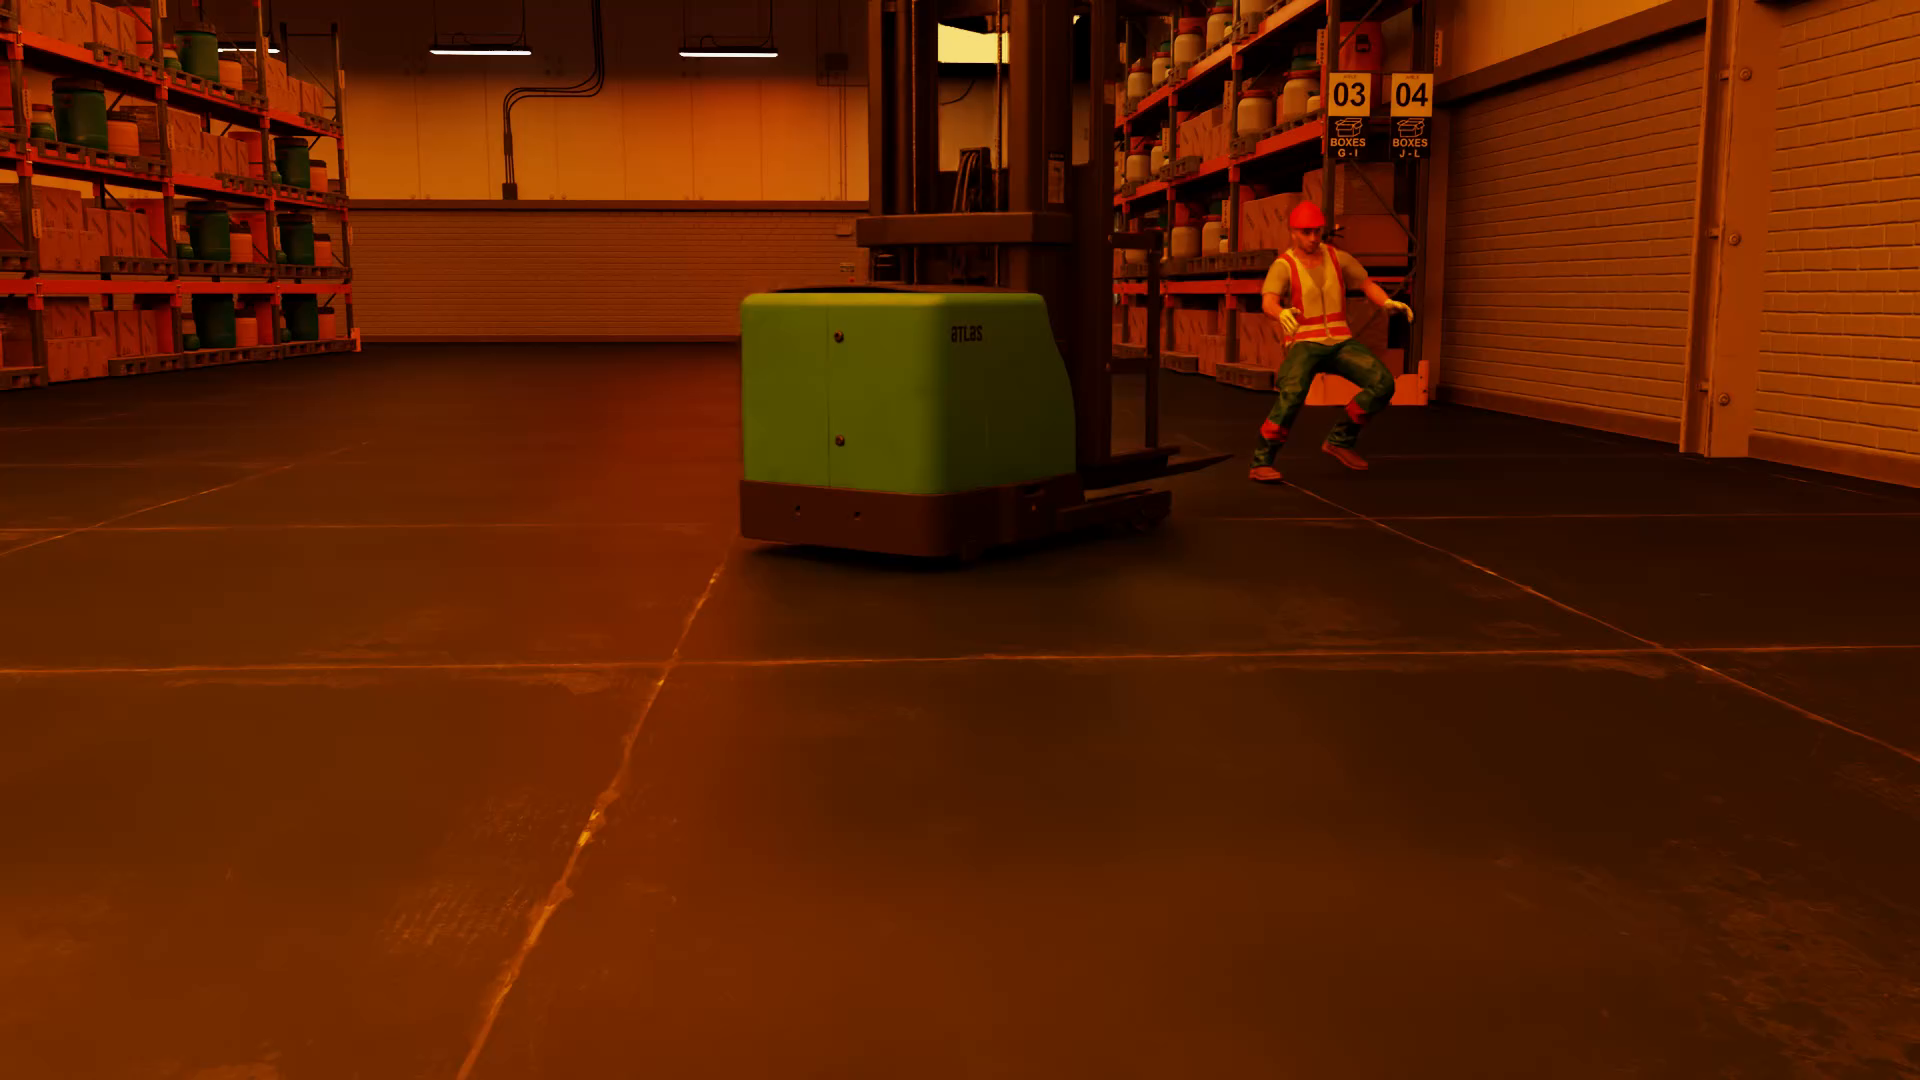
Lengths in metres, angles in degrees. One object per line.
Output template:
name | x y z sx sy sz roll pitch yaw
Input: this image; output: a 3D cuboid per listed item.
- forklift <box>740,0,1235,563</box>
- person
forklift | 0.335 -1.533 7.655 1.130 2.935 3.031 6 10 34
person | 2.124 -1.143 9.590 0.910 1.599 0.749 -2 9 -12
